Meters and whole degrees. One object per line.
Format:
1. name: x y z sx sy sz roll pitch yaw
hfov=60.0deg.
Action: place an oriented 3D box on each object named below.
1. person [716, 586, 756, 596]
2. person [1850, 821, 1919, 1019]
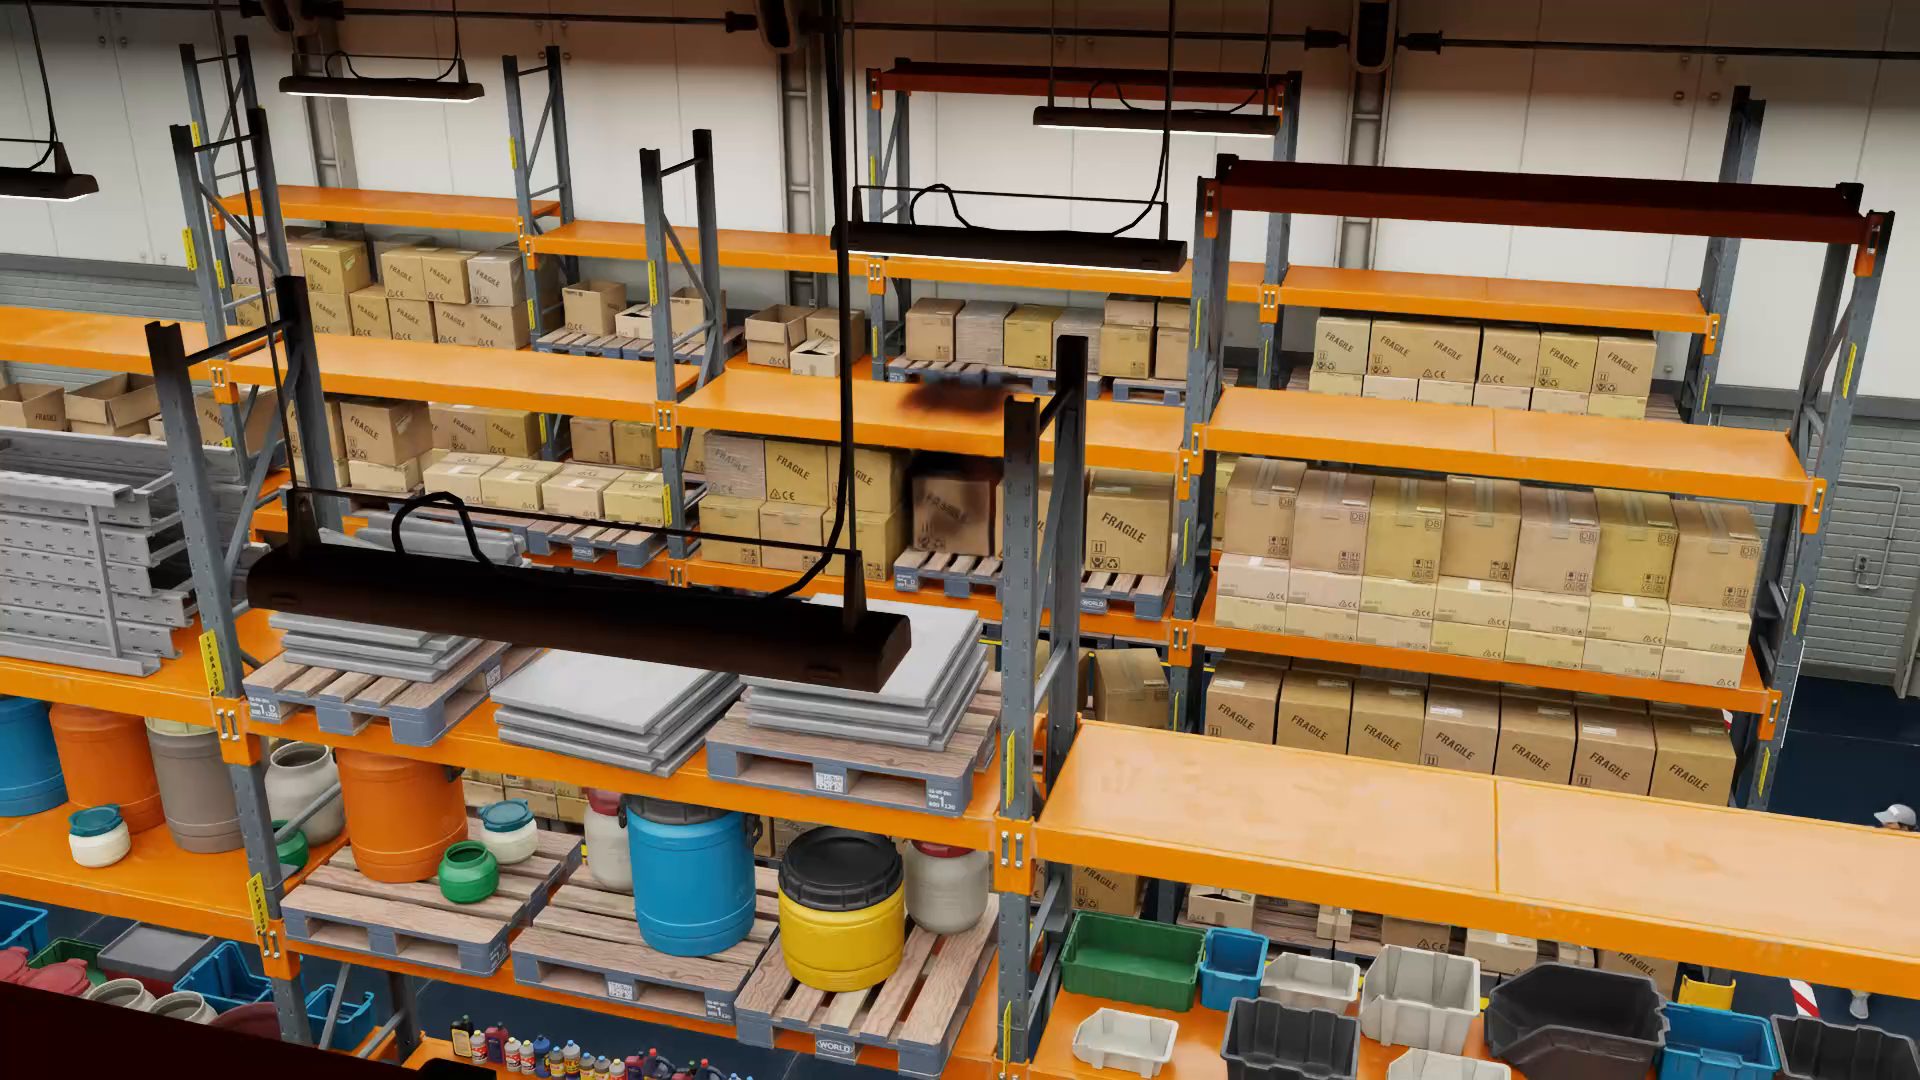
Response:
1. person: -2.214 0.768 16.514 0.430 1.609 0.321 8 24 18
2. person: 6.789 2.695 12.290 0.488 1.533 0.776 15 27 32
